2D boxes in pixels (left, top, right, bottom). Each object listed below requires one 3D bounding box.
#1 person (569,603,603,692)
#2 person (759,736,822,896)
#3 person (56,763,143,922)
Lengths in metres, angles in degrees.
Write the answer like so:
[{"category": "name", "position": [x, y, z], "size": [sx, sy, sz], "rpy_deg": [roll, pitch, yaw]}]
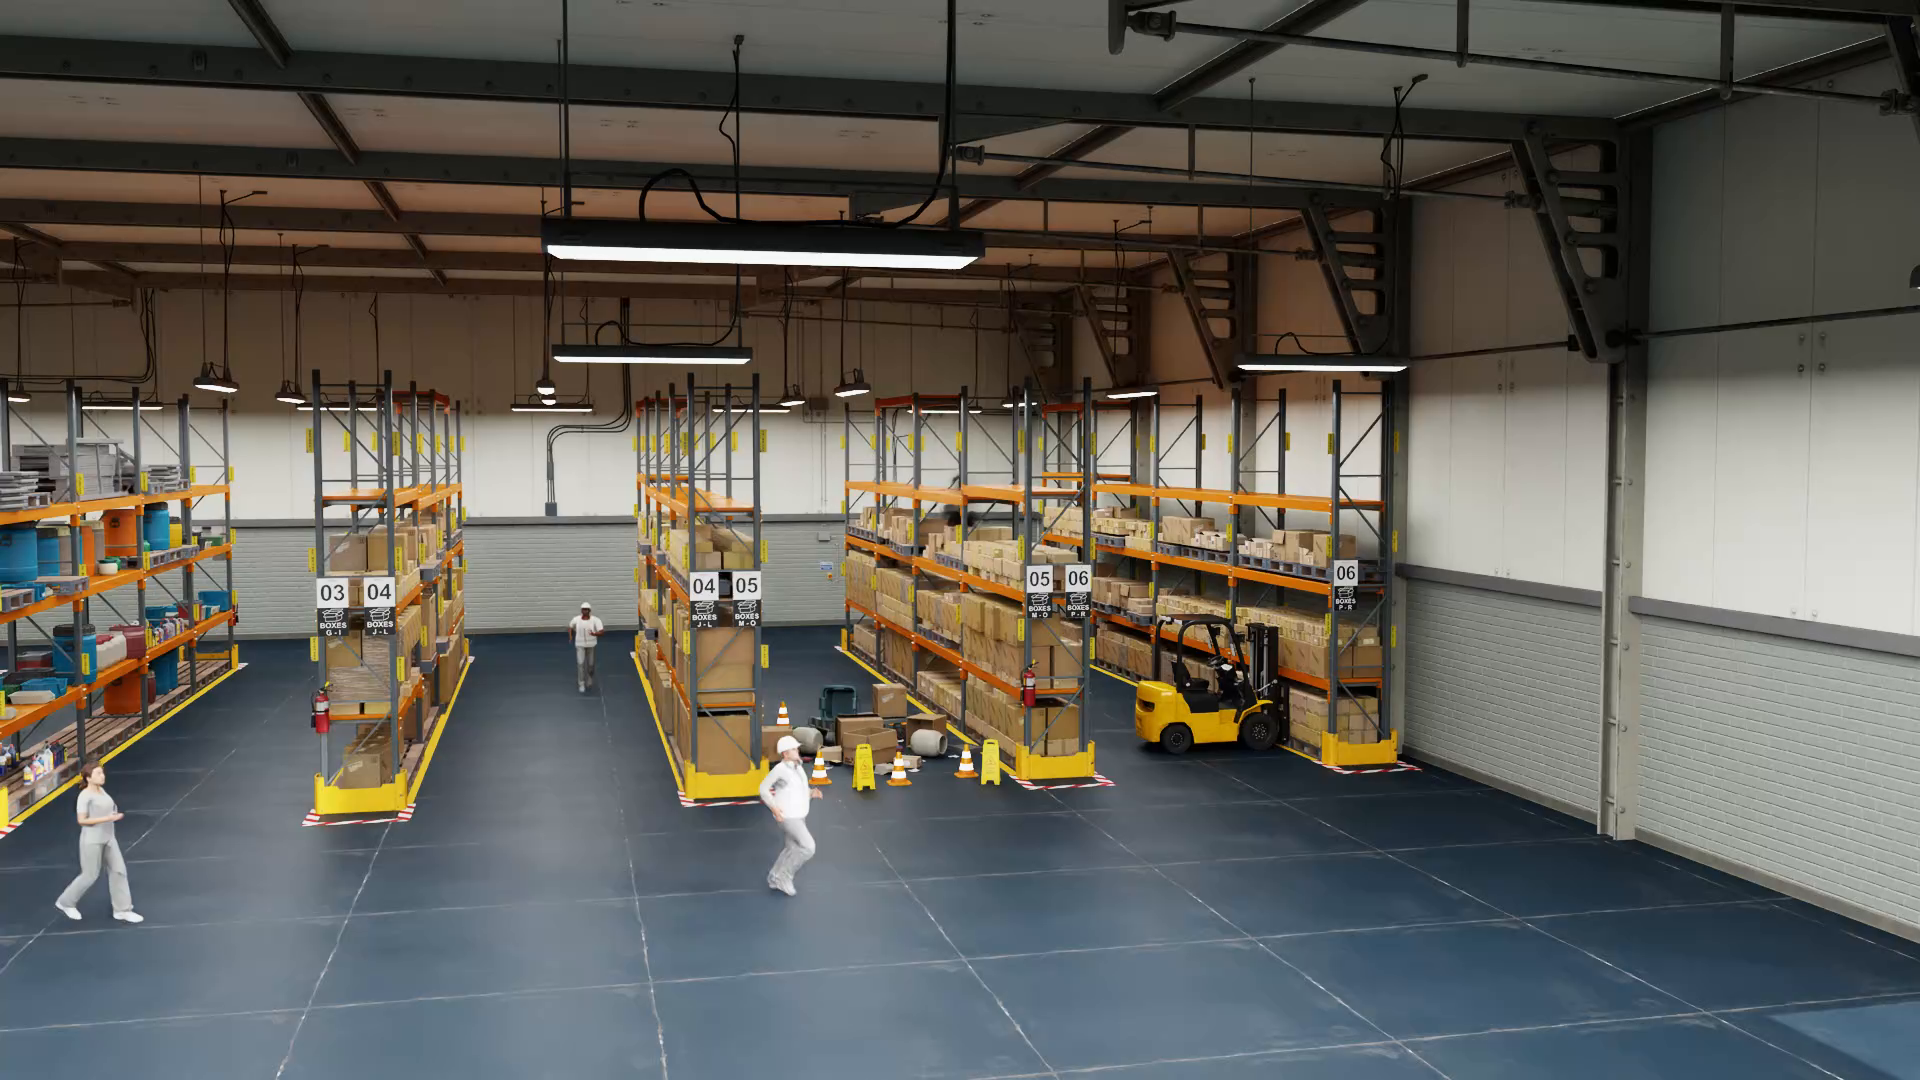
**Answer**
[{"category": "person", "position": [-7.574, 2.144, 33.671], "size": [0.704, 1.763, 0.963], "rpy_deg": [-1, 3, -10]}, {"category": "person", "position": [-1.844, 3.052, 18.418], "size": [0.676, 1.752, 0.630], "rpy_deg": [1, 3, 17]}, {"category": "person", "position": [-8.950, 3.136, 17.254], "size": [0.908, 1.664, 0.570], "rpy_deg": [0, 3, 7]}]
